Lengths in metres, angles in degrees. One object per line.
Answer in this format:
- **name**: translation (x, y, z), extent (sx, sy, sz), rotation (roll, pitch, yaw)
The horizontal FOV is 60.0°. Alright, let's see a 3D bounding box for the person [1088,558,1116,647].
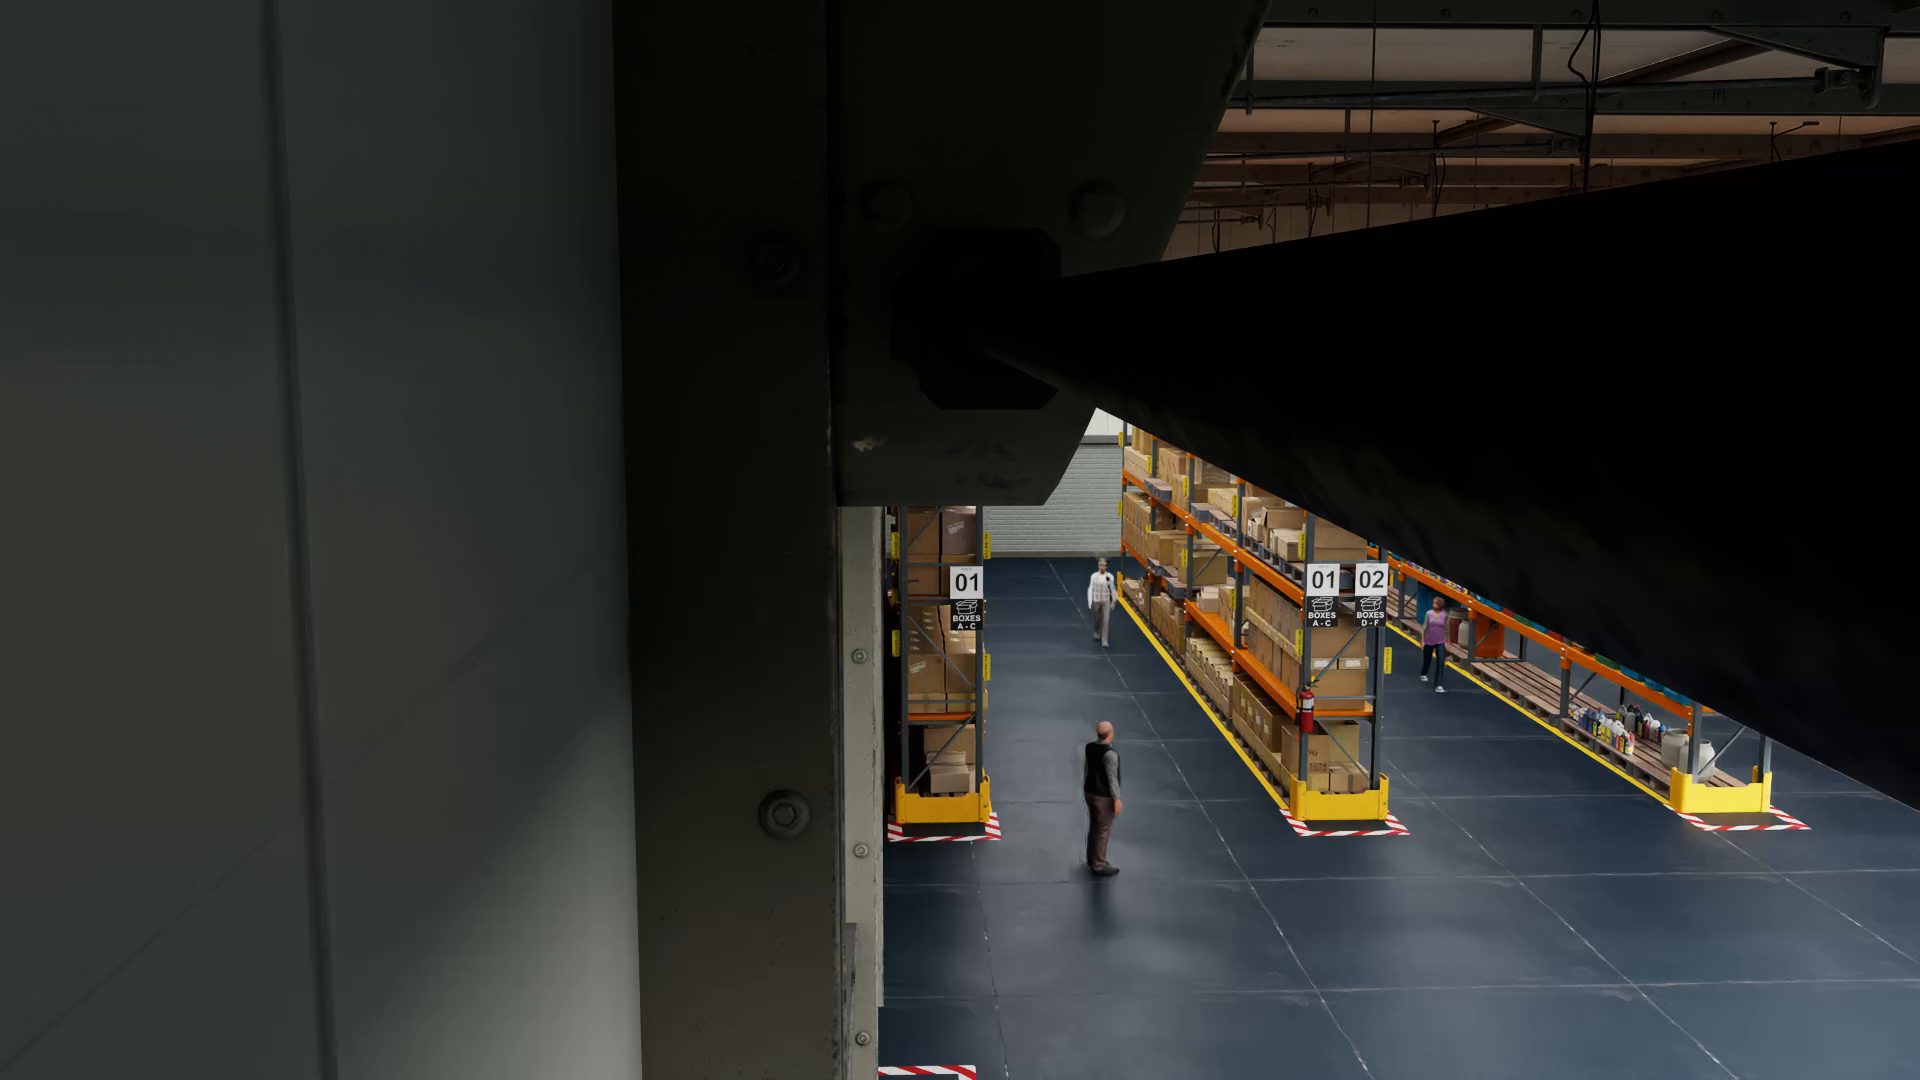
- **person**: translation (2.663, 1.145, 31.166), extent (0.529, 1.639, 0.963), rotation (0, 8, 3)

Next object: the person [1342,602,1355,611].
- **person**: translation (7.198, 1.244, 30.254), extent (0.553, 1.766, 0.985), rotation (0, 8, -3)

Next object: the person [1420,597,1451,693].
- **person**: translation (7.869, 1.699, 27.544), extent (0.509, 1.551, 0.872), rotation (1, 8, 4)

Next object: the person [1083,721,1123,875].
- **person**: translation (1.623, 2.894, 18.646), extent (0.422, 1.754, 0.620), rotation (-4, 9, -27)
